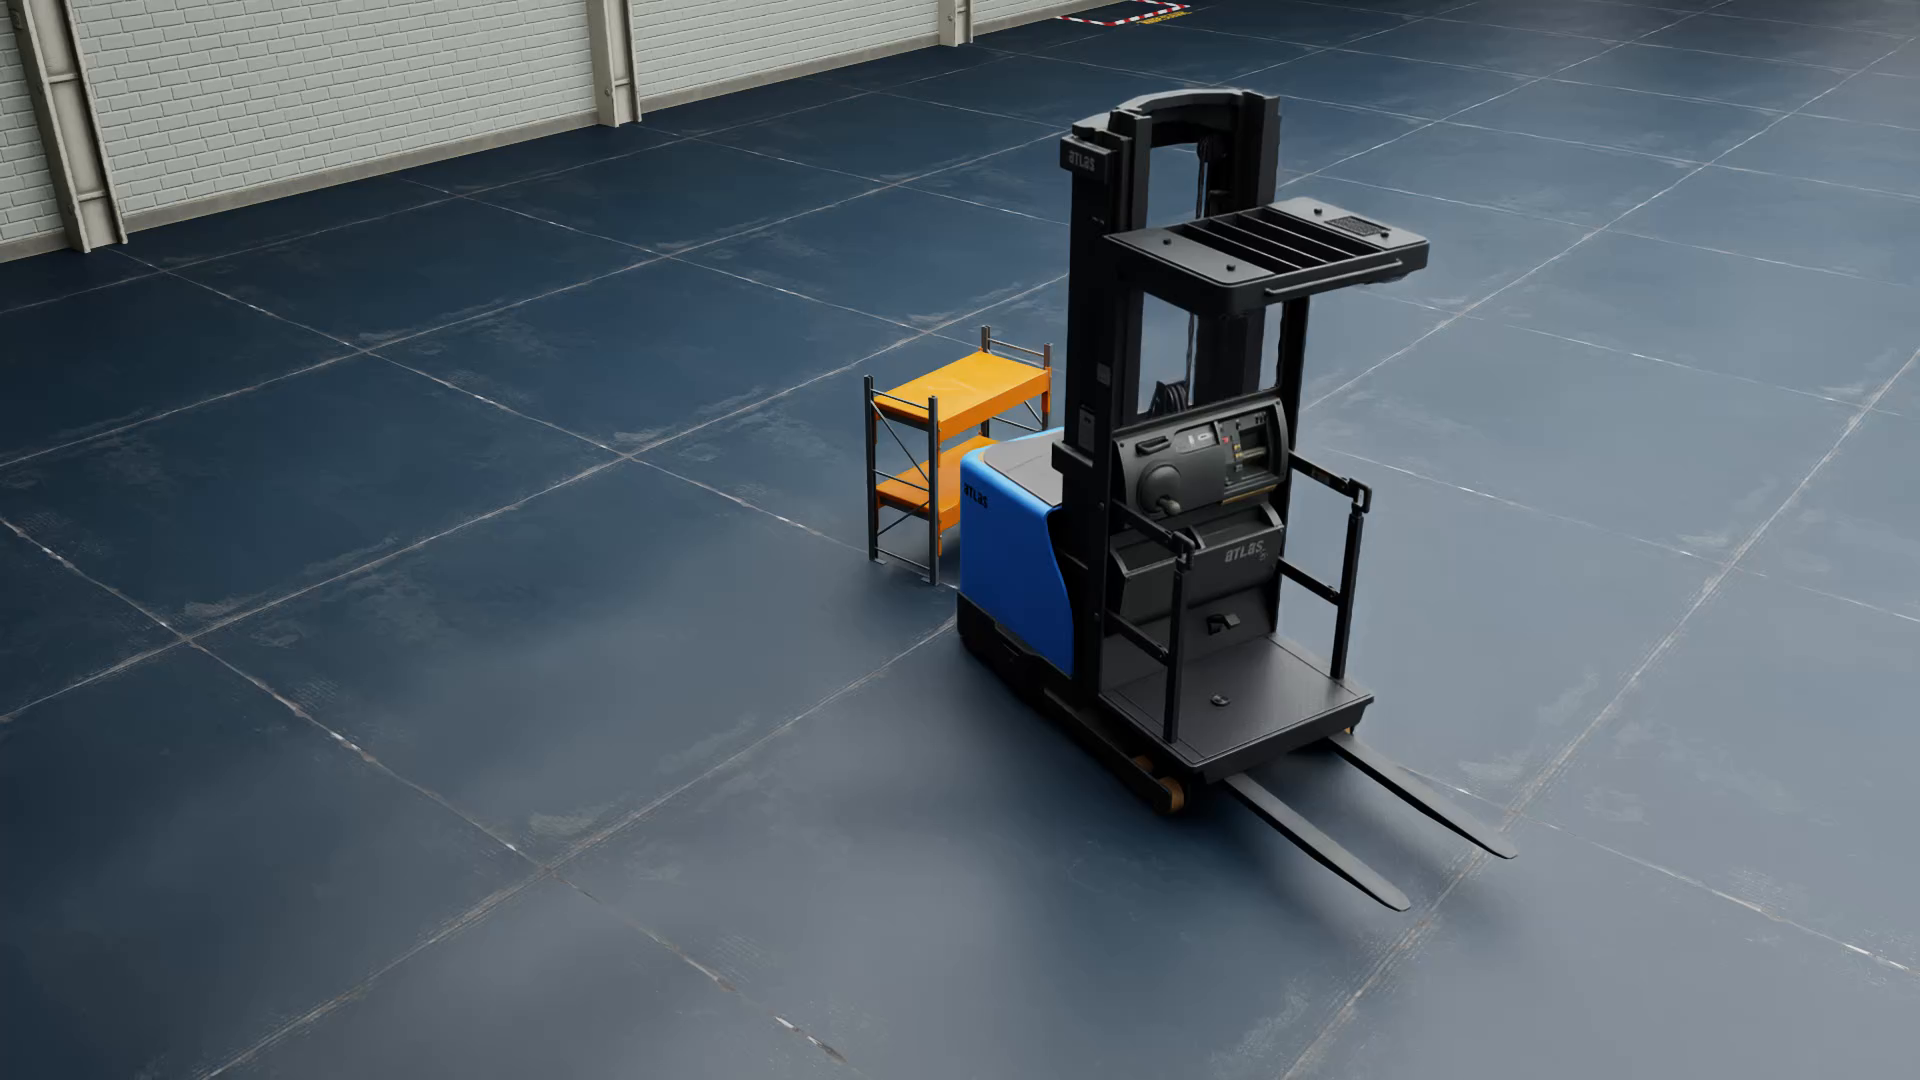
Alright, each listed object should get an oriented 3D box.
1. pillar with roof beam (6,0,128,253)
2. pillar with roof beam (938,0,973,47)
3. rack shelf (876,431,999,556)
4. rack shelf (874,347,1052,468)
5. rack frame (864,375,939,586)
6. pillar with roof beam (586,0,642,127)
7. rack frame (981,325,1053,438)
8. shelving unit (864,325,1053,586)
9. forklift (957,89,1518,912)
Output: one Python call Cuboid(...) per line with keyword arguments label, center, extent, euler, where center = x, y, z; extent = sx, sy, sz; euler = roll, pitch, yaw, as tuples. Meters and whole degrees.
Cuboid(label="pillar with roof beam", center=(-4.373, -5.379, 10.354), extent=(9.100, 9.000, 0.400), euler=(21, 34, 34))
Cuboid(label="pillar with roof beam", center=(3.260, -9.634, 18.578), extent=(9.100, 9.000, 0.400), euler=(21, 34, 34))
Cuboid(label="rack shelf", center=(0.004, -0.285, 9.609), extent=(0.538, 0.278, 1.000), euler=(21, 34, 34))
Cuboid(label="rack shelf", center=(0.004, -0.762, 9.362), extent=(0.538, 0.278, 1.000), euler=(21, 34, 34))
Cuboid(label="rack frame", center=(-0.319, -0.322, 9.148), extent=(0.500, 1.125, 0.032), euler=(21, 34, 34))
Cuboid(label="pillar with roof beam", center=(-0.557, -7.506, 14.466), extent=(9.100, 9.000, 0.400), euler=(21, 34, 34))
Cuboid(label="rack frame", center=(0.328, -0.682, 9.845), extent=(0.500, 1.125, 0.032), euler=(21, 34, 34))
Cuboid(label="shelving unit", center=(0.004, -0.502, 9.496), extent=(0.538, 1.125, 1.048), euler=(21, 34, 34))
Cuboid(label="forklift", center=(1.194, -0.329, 7.196), extent=(1.130, 2.935, 3.031), euler=(-16, 31, -28))
